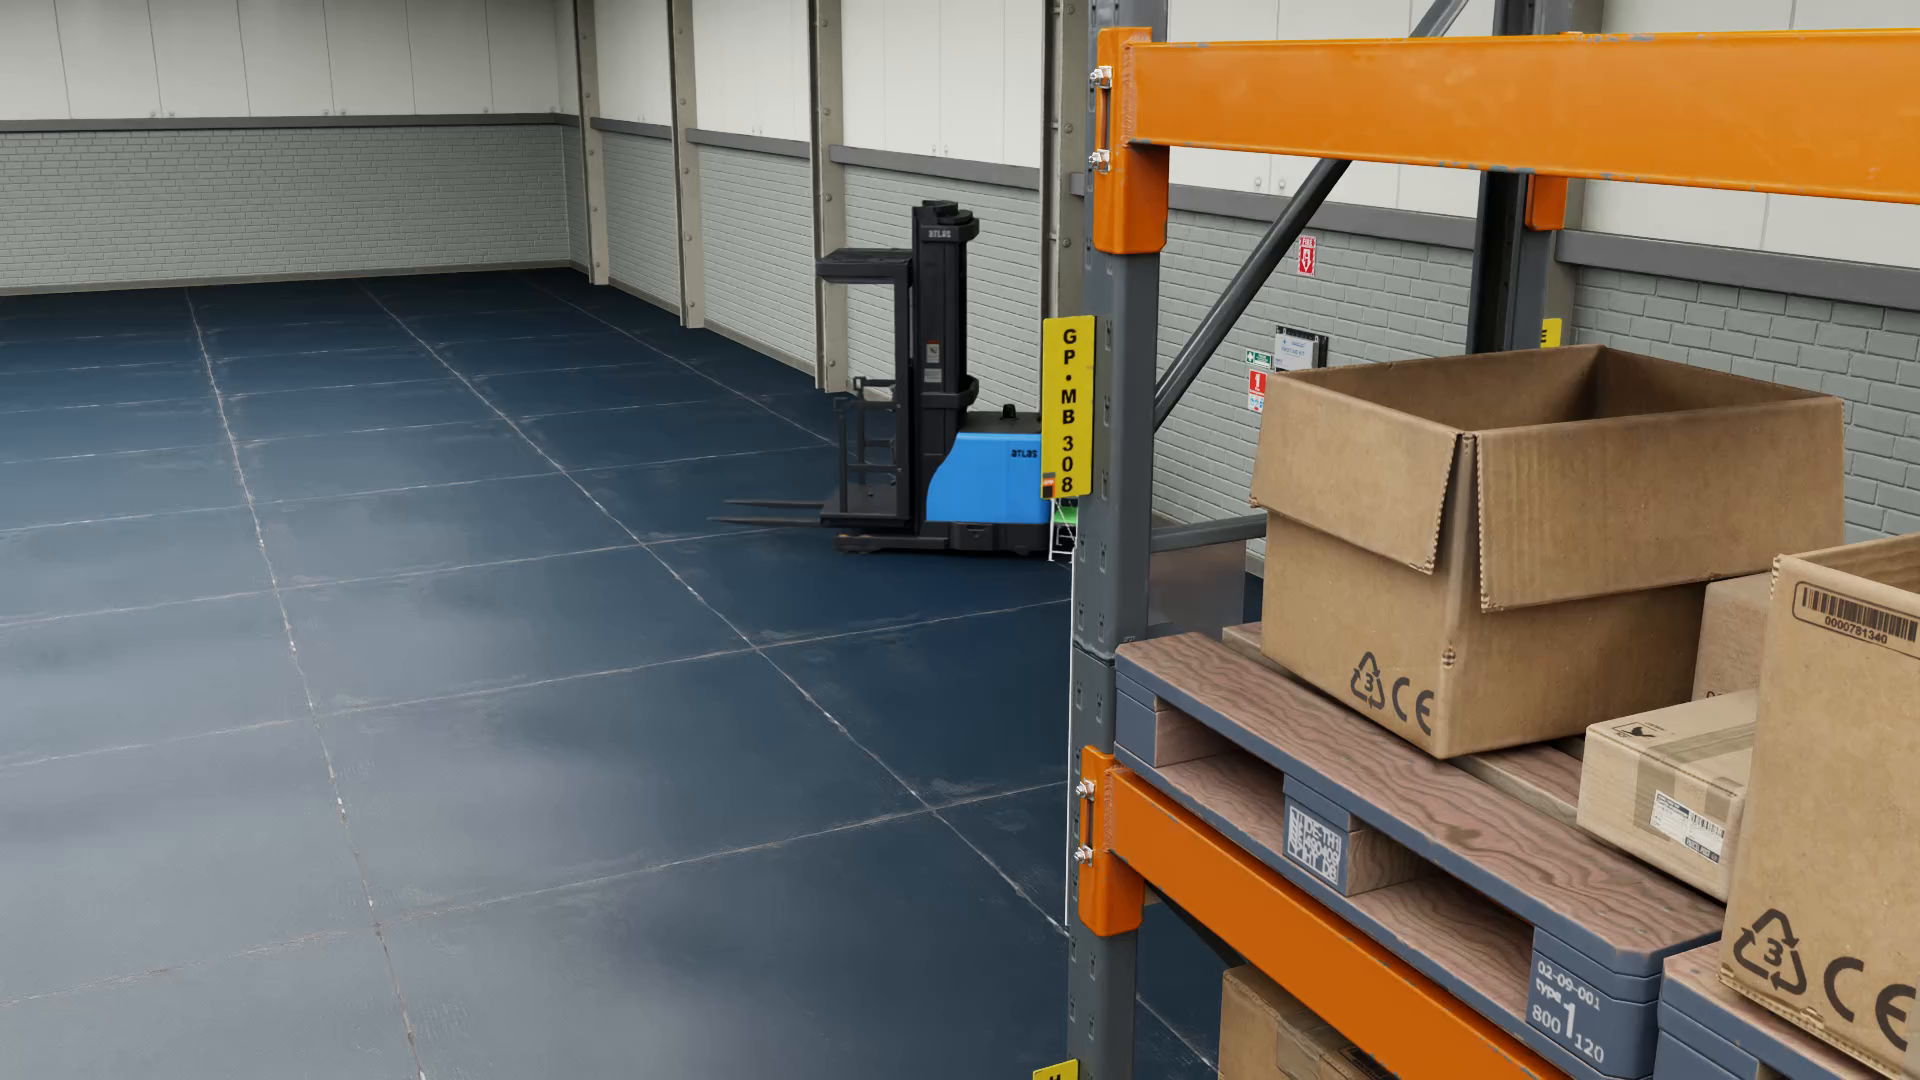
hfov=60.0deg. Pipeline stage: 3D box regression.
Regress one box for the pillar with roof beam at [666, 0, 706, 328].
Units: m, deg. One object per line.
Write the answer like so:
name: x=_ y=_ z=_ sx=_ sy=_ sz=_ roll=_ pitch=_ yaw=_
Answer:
pillar with roof beam: x=-8.155 y=-7.246 z=23.685 sx=9.100 sy=9.000 sz=0.400 roll=-8 pitch=18 yaw=-25

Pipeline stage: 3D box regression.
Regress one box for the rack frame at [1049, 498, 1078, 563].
rack frame: x=0.895 y=-0.388 z=13.910 sx=0.240 sy=1.200 sz=0.015 roll=5 pitch=17 yaw=9

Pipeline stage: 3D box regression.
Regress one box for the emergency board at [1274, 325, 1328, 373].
emergency board: x=2.552 y=-1.036 z=12.924 sx=0.194 sy=1.169 sz=0.643 roll=-8 pitch=18 yaw=-25

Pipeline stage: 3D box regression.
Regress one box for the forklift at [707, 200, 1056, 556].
forklift: x=-0.685 y=-1.427 z=14.411 sx=3.031 sy=2.935 sz=1.130 roll=2 pitch=16 yaw=6

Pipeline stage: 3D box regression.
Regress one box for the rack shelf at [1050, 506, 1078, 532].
rack shelf: x=0.926 y=-0.163 z=14.227 sx=0.258 sy=0.148 sz=0.480 roll=5 pitch=17 yaw=9

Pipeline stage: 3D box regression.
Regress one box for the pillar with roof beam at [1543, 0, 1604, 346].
pillar with roof beam: x=-0.270 y=-2.782 z=8.132 sx=9.100 sy=9.000 sz=0.400 roll=-8 pitch=18 yaw=-25

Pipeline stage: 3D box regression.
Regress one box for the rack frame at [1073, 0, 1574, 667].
rack frame: x=0.693 y=-1.284 z=2.912 sx=1.000 sy=3.000 sz=0.127 roll=-8 pitch=18 yaw=-25

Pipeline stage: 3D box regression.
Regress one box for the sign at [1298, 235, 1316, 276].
sign: x=2.638 y=-2.165 z=12.653 sx=0.001 sy=0.298 sz=0.199 roll=-8 pitch=18 yaw=-25

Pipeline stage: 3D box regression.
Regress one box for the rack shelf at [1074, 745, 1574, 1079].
rack shelf: x=1.569 y=0.999 z=1.697 sx=1.077 sy=0.370 sz=4.000 roll=-8 pitch=18 yaw=-25

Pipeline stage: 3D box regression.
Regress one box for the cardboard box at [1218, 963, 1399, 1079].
cardboard box: x=0.909 y=1.058 z=3.092 sx=0.700 sy=0.500 sz=0.500 roll=-8 pitch=18 yaw=-25

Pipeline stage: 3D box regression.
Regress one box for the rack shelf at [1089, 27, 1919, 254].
rack shelf: x=1.569 y=-0.250 z=1.338 sx=1.077 sy=0.370 sz=4.000 roll=-8 pitch=18 yaw=-25

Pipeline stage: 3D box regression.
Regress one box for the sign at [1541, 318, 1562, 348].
sign: x=1.187 y=-0.292 z=3.431 sx=0.100 sy=0.325 sz=0.005 roll=-8 pitch=18 yaw=-25

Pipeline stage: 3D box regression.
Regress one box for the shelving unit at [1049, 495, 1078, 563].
shelving unit: x=0.938 y=-0.455 z=14.141 sx=0.258 sy=1.200 sz=0.503 roll=5 pitch=17 yaw=9

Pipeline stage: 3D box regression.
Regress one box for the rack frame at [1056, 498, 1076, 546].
rack frame: x=0.980 y=-0.521 z=14.372 sx=0.240 sy=1.200 sz=0.015 roll=5 pitch=17 yaw=9

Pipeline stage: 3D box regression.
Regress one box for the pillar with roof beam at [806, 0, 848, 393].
pillar with roof beam: x=-5.527 y=-5.758 z=18.501 sx=9.100 sy=9.000 sz=0.400 roll=-8 pitch=18 yaw=-25

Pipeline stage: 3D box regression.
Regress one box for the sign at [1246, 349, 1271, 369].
sign: x=2.397 y=-1.456 z=13.359 sx=0.001 sy=0.109 sz=0.331 roll=-8 pitch=18 yaw=-25

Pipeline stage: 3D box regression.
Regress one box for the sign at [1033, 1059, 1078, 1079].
sign: x=0.192 y=1.211 z=3.381 sx=0.100 sy=0.325 sz=0.005 roll=-8 pitch=18 yaw=-25

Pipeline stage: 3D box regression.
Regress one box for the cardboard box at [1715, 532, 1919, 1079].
cardboard box: x=1.175 y=0.285 z=1.685 sx=0.500 sy=0.500 sz=0.500 roll=-8 pitch=18 yaw=-25

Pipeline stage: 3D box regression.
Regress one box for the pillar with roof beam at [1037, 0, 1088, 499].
pillar with roof beam: x=-2.898 y=-4.270 z=13.316 sx=9.100 sy=9.000 sz=0.400 roll=-8 pitch=18 yaw=-25

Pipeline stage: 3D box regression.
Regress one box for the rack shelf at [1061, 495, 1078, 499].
rack shelf: x=0.935 y=-0.393 z=14.159 sx=0.258 sy=0.148 sz=0.480 roll=5 pitch=17 yaw=9

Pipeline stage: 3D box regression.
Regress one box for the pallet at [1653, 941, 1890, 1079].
pallet: x=1.518 y=0.681 z=1.660 sx=1.003 sy=0.211 sz=1.213 roll=-8 pitch=18 yaw=-25

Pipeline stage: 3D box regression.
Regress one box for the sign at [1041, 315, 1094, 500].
sign: x=0.192 y=-0.235 z=2.966 sx=0.100 sy=0.325 sz=0.005 roll=-8 pitch=18 yaw=-25

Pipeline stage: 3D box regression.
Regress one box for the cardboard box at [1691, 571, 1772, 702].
cardboard box: x=1.435 y=0.214 z=2.385 sx=0.500 sy=0.250 sz=0.500 roll=-8 pitch=18 yaw=-25

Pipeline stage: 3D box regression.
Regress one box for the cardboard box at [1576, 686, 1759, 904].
cardboard box: x=1.050 y=0.322 z=2.192 sx=0.380 sy=0.149 sz=0.250 roll=-8 pitch=18 yaw=-25

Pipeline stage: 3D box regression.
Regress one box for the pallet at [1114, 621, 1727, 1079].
pallet: x=0.980 y=0.378 z=2.716 sx=1.003 sy=0.211 sz=1.213 roll=-8 pitch=18 yaw=-25

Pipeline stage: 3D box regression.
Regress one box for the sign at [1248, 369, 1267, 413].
sign: x=2.402 y=-1.203 z=13.440 sx=0.001 sy=0.329 sz=0.234 roll=-8 pitch=18 yaw=-25

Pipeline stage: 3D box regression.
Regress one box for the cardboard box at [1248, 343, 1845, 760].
cardboard box: x=0.941 y=-0.018 z=2.736 sx=0.797 sy=0.503 sz=0.637 roll=-6 pitch=17 yaw=-21

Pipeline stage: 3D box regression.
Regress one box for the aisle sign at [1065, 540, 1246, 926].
aisle sign: x=0.389 y=0.370 z=3.309 sx=0.394 sy=0.787 sz=0.004 roll=-8 pitch=18 yaw=-25

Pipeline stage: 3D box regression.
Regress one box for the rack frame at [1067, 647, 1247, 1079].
rack frame: x=0.693 y=1.599 z=3.739 sx=1.000 sy=3.000 sz=0.127 roll=-8 pitch=18 yaw=-25

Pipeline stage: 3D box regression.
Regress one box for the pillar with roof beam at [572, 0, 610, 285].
pillar with roof beam: x=-10.784 y=-8.733 z=28.869 sx=9.100 sy=9.000 sz=0.400 roll=-8 pitch=18 yaw=-25
